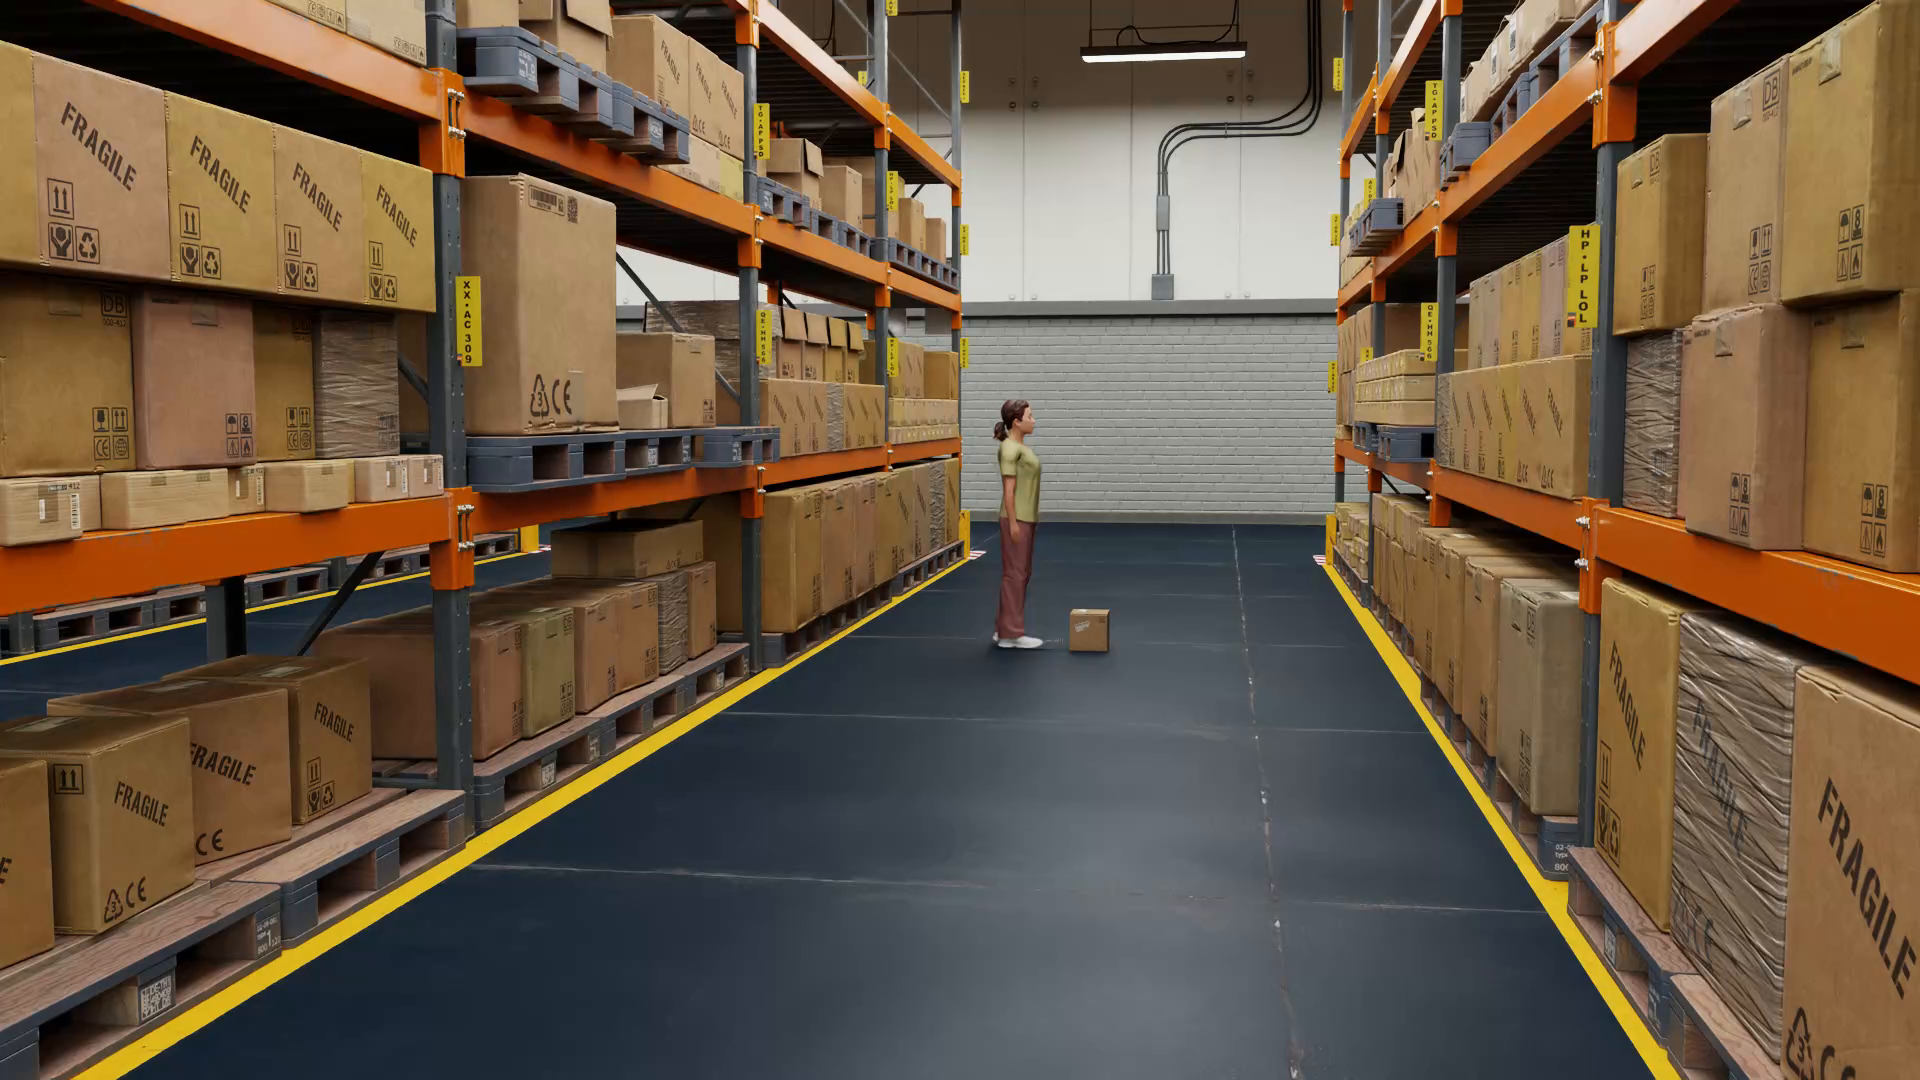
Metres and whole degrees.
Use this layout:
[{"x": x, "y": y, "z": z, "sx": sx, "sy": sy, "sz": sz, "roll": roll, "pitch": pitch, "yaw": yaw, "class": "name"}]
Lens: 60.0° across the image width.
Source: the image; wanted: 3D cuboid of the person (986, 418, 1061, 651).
[{"x": 0.433, "y": -0.046, "z": 11.247, "sx": 0.489, "sy": 1.556, "sz": 0.490, "roll": 1, "pitch": 5, "yaw": 10, "class": "person"}]
